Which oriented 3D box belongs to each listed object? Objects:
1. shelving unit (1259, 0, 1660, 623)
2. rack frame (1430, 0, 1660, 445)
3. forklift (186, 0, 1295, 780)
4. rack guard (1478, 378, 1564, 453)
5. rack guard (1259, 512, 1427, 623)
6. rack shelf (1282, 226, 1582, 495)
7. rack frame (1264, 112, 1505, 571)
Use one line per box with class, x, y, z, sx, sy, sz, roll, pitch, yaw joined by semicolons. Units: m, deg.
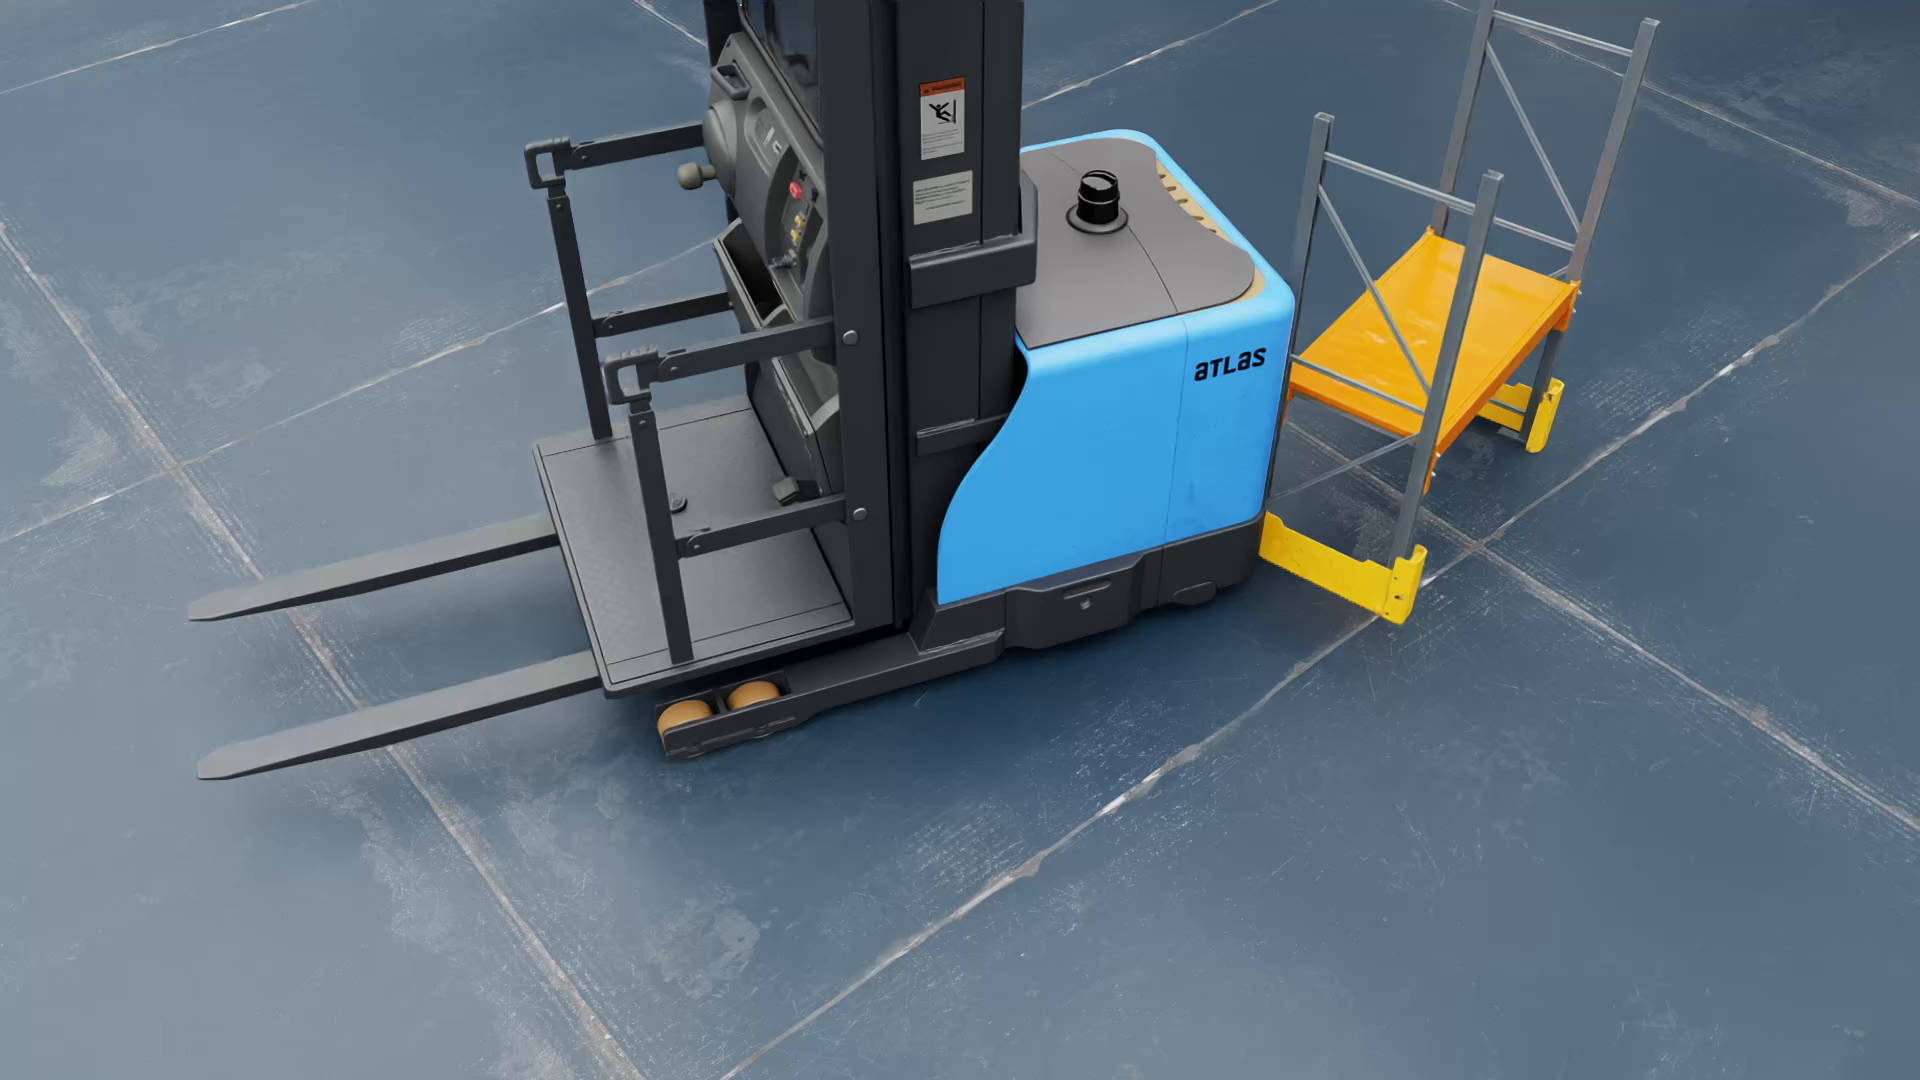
shelving unit;1.417;-0.706;4.907;0.587;1.500;1.083;28;50;26
rack frame;1.722;-0.977;5.195;0.500;1.500;0.032;28;50;26
forklift;-0.665;-0.876;4.042;3.031;2.935;1.130;-15;45;-15
rack guard;1.722;-0.521;5.622;0.587;0.250;0.087;28;50;26
rack guard;1.113;0.019;5.047;0.587;0.250;0.087;28;50;26
rack shelf;1.412;-0.570;5.025;0.538;0.185;1.000;28;50;26
rack frame;1.101;-0.426;4.608;0.500;1.500;0.032;28;50;26
